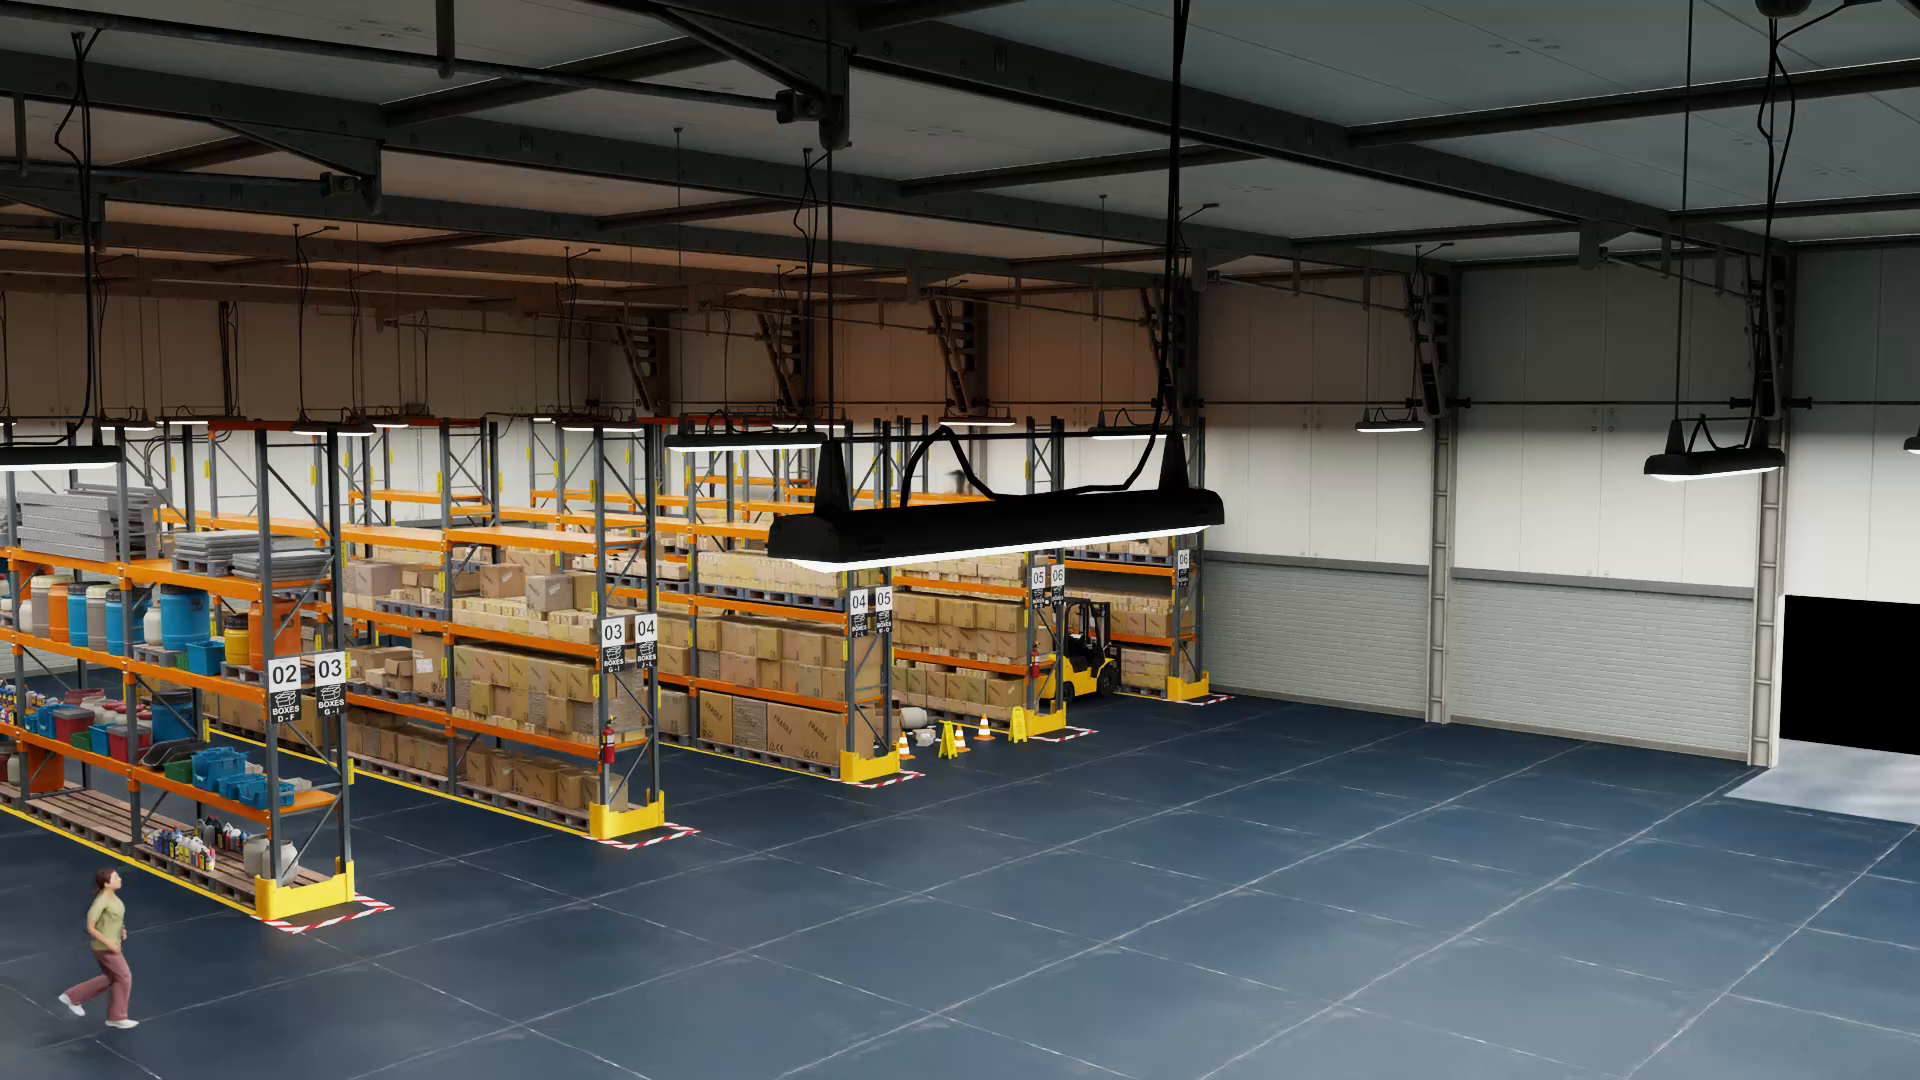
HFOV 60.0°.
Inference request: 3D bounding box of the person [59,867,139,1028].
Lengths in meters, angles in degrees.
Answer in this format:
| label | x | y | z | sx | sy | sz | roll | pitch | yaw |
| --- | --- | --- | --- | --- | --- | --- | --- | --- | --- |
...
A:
| label | x | y | z | sx | sy | sz | roll | pitch | yaw |
| --- | --- | --- | --- | --- | --- | --- | --- | --- | --- |
| person | -8.709 | 4.125 | 16.766 | 0.718 | 1.673 | 0.586 | -1 | 5 | -14 |
